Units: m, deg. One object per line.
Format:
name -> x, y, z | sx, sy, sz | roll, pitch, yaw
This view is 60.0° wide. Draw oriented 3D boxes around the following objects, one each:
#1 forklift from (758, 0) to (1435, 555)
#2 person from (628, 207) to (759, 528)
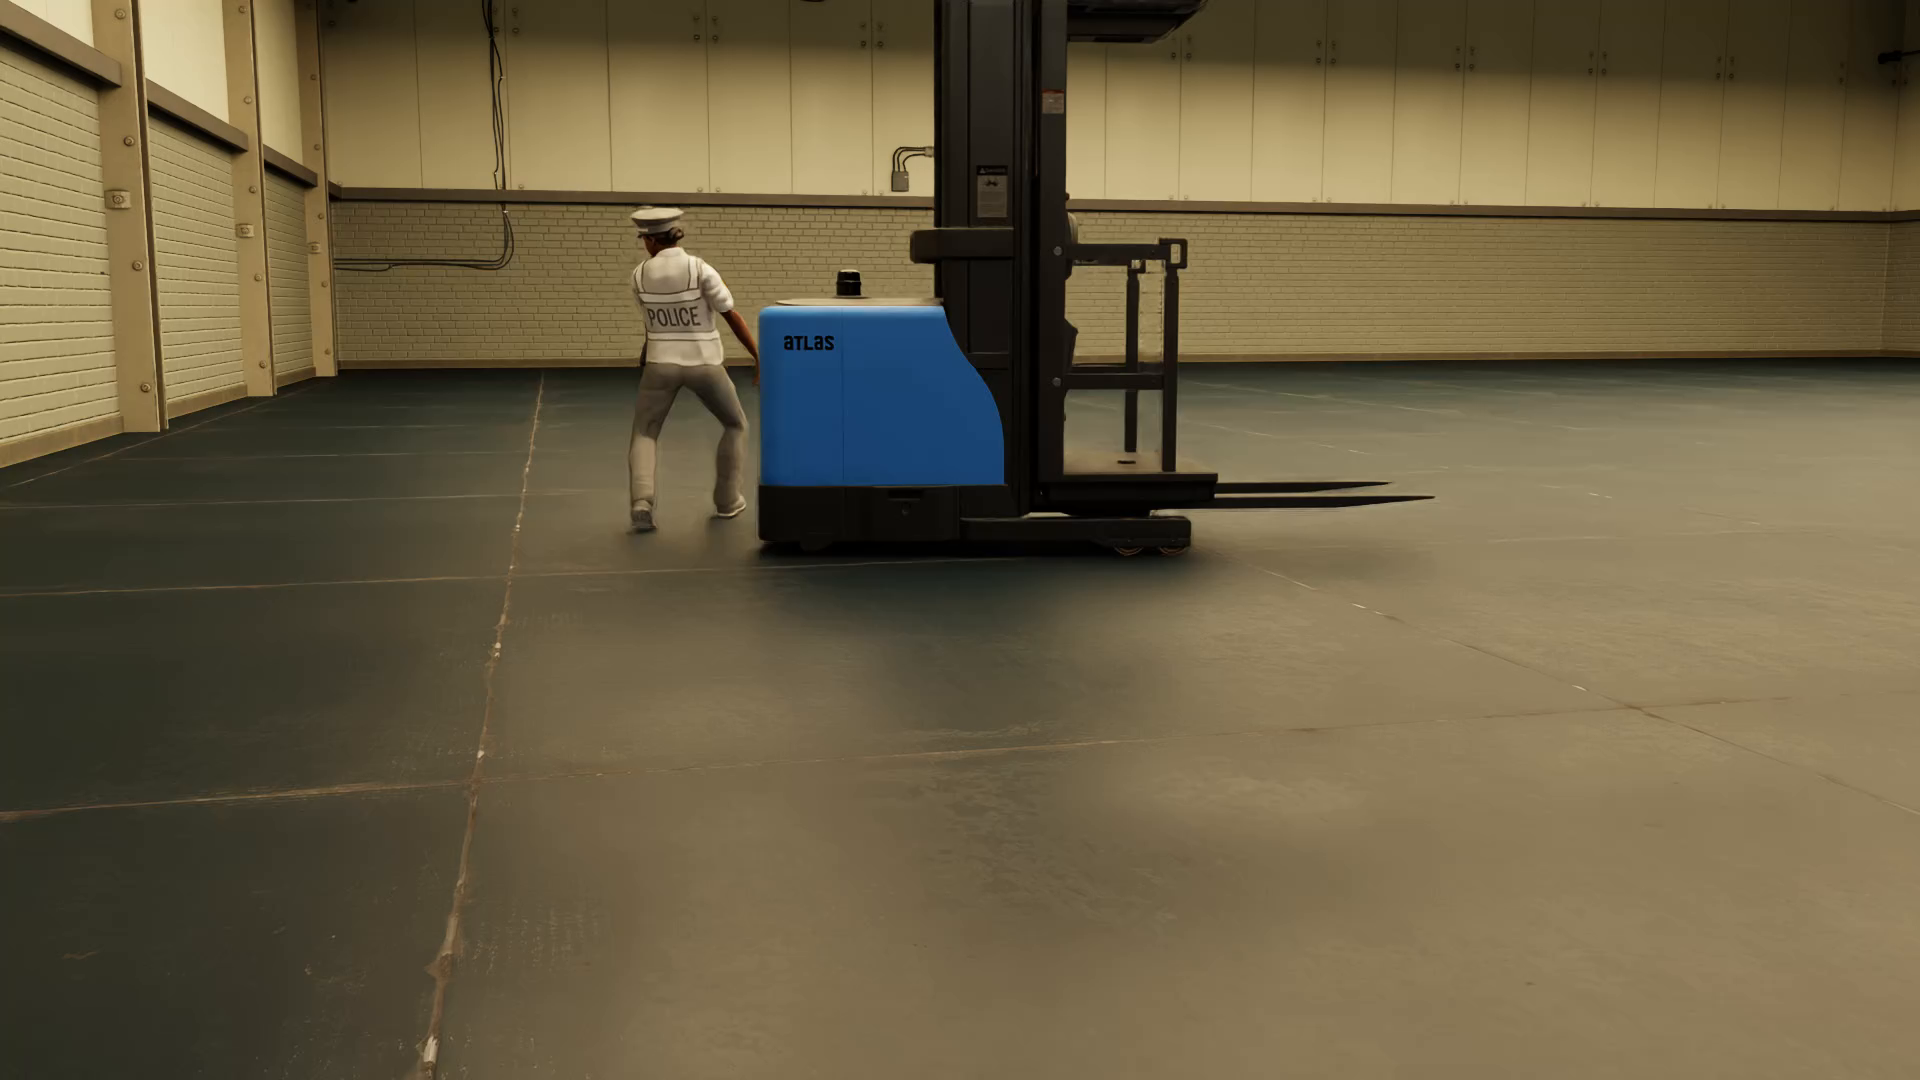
forklift -> 0.609, -1.458, 7.548 | 3.031, 2.935, 1.130 | -1, 8, -4
person -> -1.308, -0.854, 8.323 | 0.694, 1.583, 0.857 | -1, 8, -4
